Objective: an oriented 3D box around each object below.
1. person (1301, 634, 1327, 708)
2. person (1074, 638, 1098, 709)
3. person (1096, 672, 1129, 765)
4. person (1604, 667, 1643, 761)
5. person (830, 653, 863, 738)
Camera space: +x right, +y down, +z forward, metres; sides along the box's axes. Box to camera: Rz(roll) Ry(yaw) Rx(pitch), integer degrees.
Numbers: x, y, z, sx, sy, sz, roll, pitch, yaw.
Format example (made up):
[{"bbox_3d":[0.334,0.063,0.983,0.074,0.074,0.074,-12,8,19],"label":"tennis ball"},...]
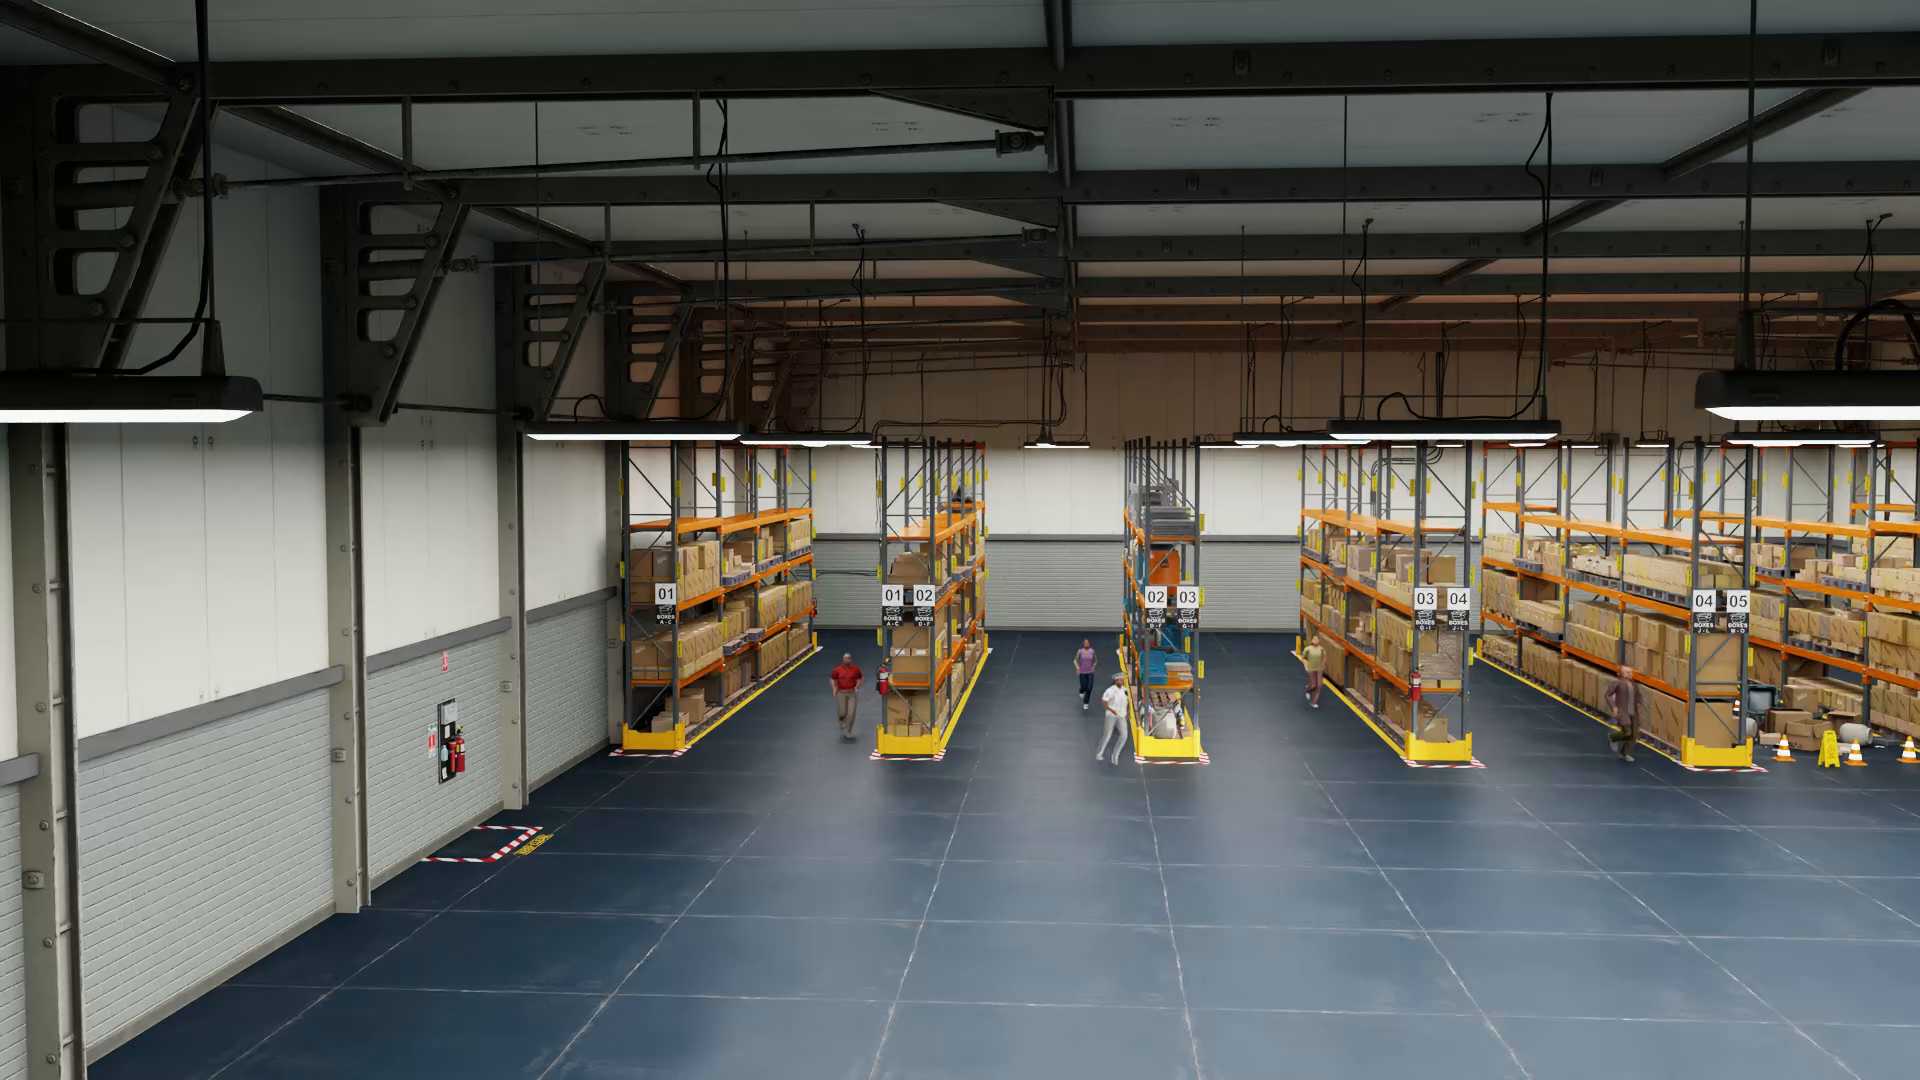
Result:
[{"bbox_3d":[7.943,2.923,37.271,0.581,1.625,0.565,0,3,-6],"label":"person"},{"bbox_3d":[2.815,2.969,37.095,0.538,1.557,0.549,0,3,-4],"label":"person"},{"bbox_3d":[2.873,3.268,30.565,0.656,1.698,0.661,-1,3,-23],"label":"person"},{"bbox_3d":[12.348,3.214,30.868,0.714,1.737,0.636,-1,3,-13],"label":"person"},{"bbox_3d":[-2.262,3.107,33.322,0.664,1.681,0.602,0,3,-9],"label":"person"}]
